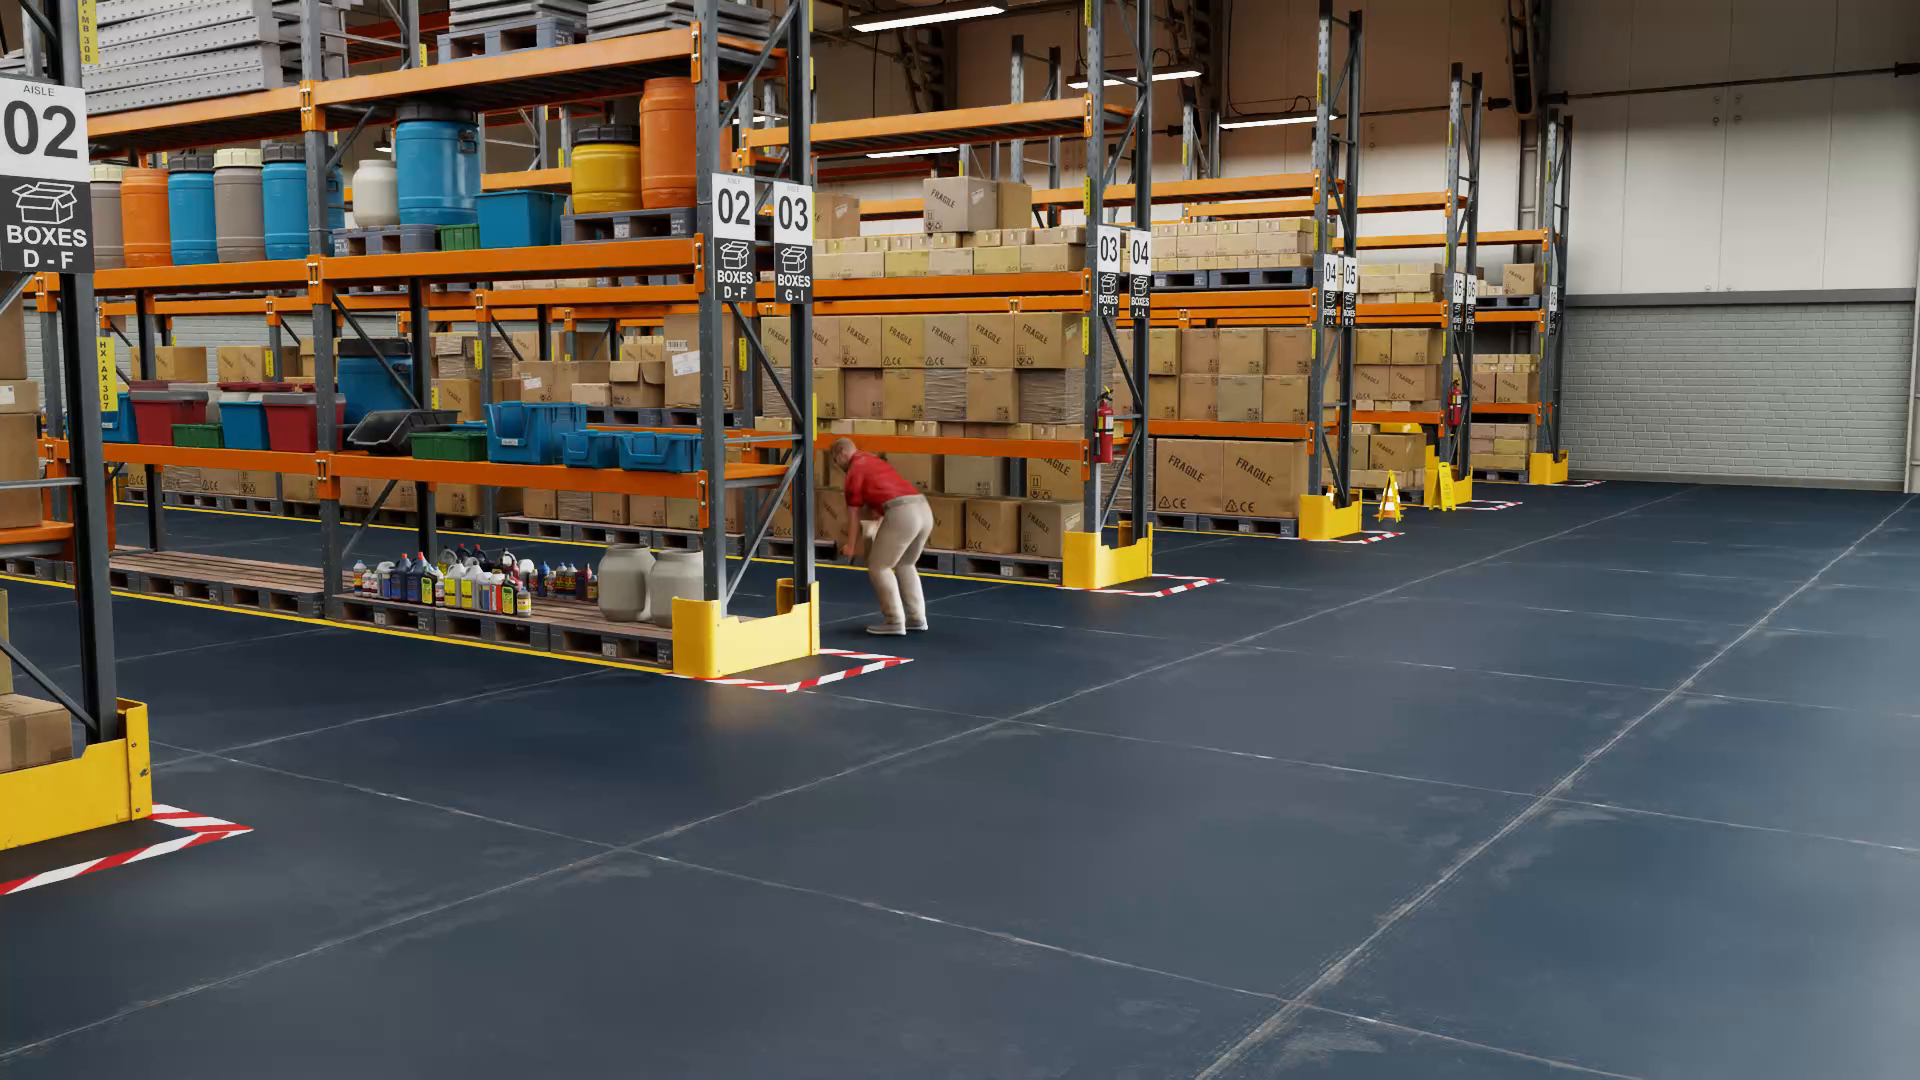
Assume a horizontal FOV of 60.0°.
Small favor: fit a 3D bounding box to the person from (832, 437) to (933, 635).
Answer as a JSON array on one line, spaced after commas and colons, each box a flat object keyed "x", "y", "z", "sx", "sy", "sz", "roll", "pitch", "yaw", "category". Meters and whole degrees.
[{"x": -0.606, "y": -0.037, "z": 12.479, "sx": 0.816, "sy": 1.455, "sz": 0.486, "roll": 4, "pitch": 7, "yaw": 32, "category": "person"}]
